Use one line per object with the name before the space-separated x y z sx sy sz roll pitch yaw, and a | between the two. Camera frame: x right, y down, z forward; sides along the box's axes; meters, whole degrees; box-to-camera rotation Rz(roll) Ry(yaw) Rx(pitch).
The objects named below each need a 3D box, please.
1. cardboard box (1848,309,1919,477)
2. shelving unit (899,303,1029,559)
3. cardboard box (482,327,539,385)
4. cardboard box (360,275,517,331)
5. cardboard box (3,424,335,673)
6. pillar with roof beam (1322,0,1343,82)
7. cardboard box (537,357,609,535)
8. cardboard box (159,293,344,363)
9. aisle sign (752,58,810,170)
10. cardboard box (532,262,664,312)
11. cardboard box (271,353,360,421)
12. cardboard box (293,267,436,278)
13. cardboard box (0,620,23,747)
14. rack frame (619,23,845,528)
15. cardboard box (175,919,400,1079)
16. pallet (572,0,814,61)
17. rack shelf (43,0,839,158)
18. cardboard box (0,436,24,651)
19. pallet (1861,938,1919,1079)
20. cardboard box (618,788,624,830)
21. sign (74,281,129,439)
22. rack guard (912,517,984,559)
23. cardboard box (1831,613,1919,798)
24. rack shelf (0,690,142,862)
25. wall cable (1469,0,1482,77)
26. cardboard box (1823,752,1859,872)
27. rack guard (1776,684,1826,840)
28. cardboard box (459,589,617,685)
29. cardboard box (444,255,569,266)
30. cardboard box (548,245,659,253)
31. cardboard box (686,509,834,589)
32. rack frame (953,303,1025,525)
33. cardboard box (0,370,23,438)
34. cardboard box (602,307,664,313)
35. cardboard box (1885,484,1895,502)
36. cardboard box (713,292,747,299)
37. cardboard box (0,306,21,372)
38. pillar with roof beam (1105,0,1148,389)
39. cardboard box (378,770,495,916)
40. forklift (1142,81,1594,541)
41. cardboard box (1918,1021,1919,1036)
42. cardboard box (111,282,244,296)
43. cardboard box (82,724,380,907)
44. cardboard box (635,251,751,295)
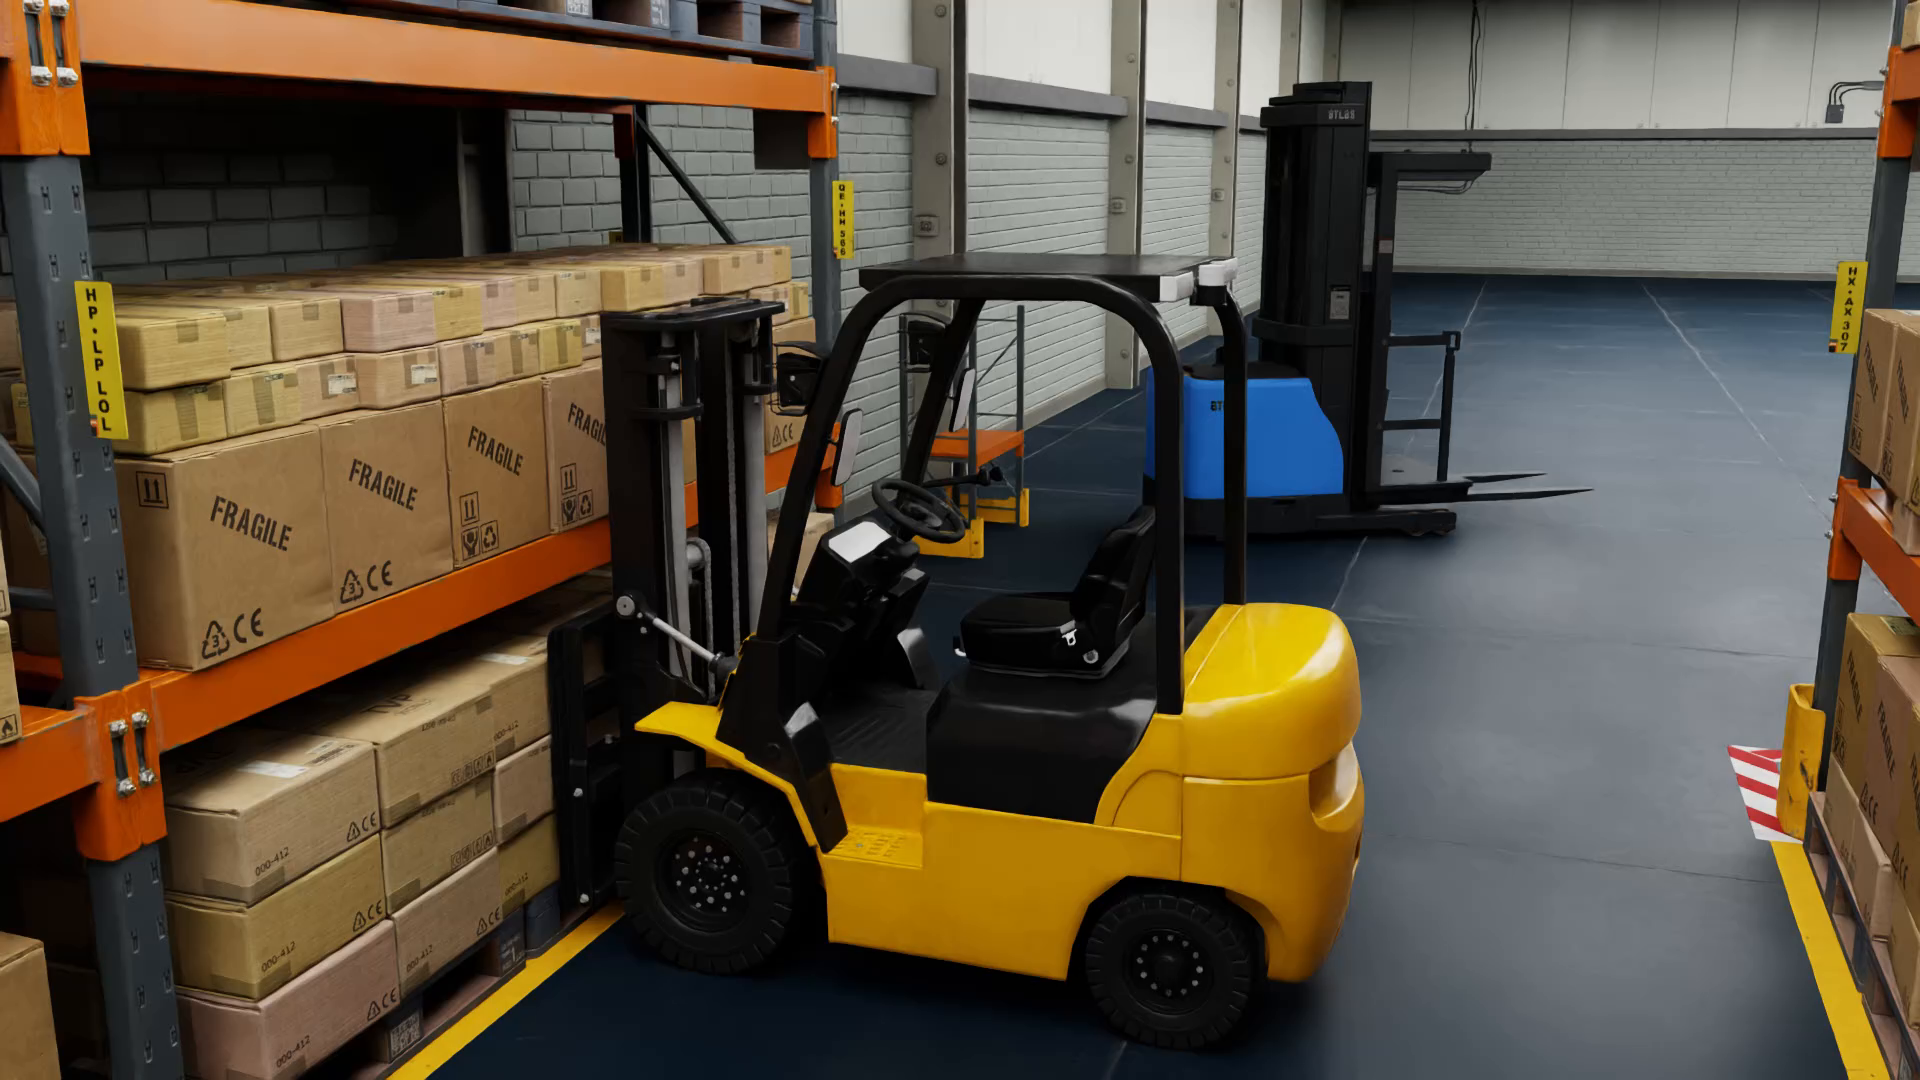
cardboard box | 3.274 -0.483 5.471 0.500 0.500 0.500 4 13 18
shelving unit | 0.025 -0.747 10.891 0.587 1.500 1.083 4 14 18
cardboard box | -1.509 -0.564 5.037 0.380 0.149 0.250 4 13 17
cardboard box | -1.577 -0.716 5.035 0.380 0.149 0.250 4 14 18
cardboard box | -1.912 -0.007 4.053 0.500 0.500 0.500 4 13 17
pillar with roof beam | 11.693 -9.575 32.718 9.100 9.000 0.400 4 14 18
cardboard box | -1.414 -0.329 5.463 0.500 0.500 0.500 4 14 19
cardboard box | -1.846 -0.555 4.329 0.380 0.149 0.250 4 13 17
aisle sign | -0.710 -1.986 7.106 0.394 0.787 0.004 4 14 18
cardboard box | -1.243 -0.869 5.705 0.380 0.149 0.250 5 14 20
cardboard box | -1.811 -0.408 4.353 0.380 0.149 0.250 4 14 18
cardboard box | -1.929 -0.801 5.405 0.380 0.149 0.250 5 14 20
cardboard box | -2.218 0.314 3.206 0.500 0.250 0.500 5 14 20
rack frame | -1.009 -0.726 7.427 1.000 3.000 0.127 4 14 18
cardboard box | -1.833 1.174 4.338 0.500 0.250 0.500 5 14 19
pallet | -1.262 -1.998 6.459 1.003 0.211 1.213 4 14 18
rack shelf | -1.656 -1.416 5.328 1.077 0.370 4.000 4 14 18
cardboard box | -2.413 -0.046 4.226 0.500 0.500 0.500 4 14 18
pallet | 2.972 1.431 4.245 1.003 0.211 1.213 4 14 18
cardboard box | -1.349 0.851 5.753 0.500 0.250 0.500 5 14 20
sign | -1.786 -0.372 3.455 0.100 0.325 0.005 4 14 18
rack guard | -0.136 -0.033 10.571 0.587 0.250 0.087 4 14 18
cardboard box | 3.159 0.556 5.362 0.500 0.500 0.500 4 13 17
rack shelf | -2.950 0.888 1.972 1.077 0.370 4.000 4 14 18
wall cable | 12.384 -11.164 35.307 3.097 2.526 0.112 4 14 18
cardboard box | 3.167 0.916 5.467 0.500 0.250 0.500 4 14 18
rack guard | 3.665 0.865 6.073 1.175 0.500 0.348 4 14 18
cardboard box | -1.347 0.363 5.645 0.500 0.250 0.500 4 13 17
cardboard box | -1.664 -0.963 6.115 0.380 0.149 0.250 5 14 20
cardboard box | -1.465 -1.129 6.843 0.380 0.149 0.250 5 14 20
cardboard box | -0.863 0.042 7.052 0.500 0.250 0.500 5 14 20
rack frame | 0.192 -0.856 11.369 0.500 1.500 0.032 4 14 18
cardboard box | -2.442 -0.335 4.032 0.380 0.149 0.250 4 14 18
cardboard box | -1.248 -0.726 5.744 0.380 0.149 0.250 4 14 19
cardboard box | 3.383 -0.190 5.645 0.380 0.149 0.250 4 14 19
cardboard box | -1.052 -0.891 6.470 0.380 0.149 0.250 5 14 19
cardboard box | -2.485 -0.483 4.011 0.380 0.149 0.250 4 14 19
pillar with roof beam | 5.869 -5.786 16.113 9.100 9.000 0.400 4 14 18
cardboard box | -1.693 0.823 4.755 0.500 0.250 0.500 4 14 18
forklift | 2.851 -1.566 11.261 3.031 2.935 1.130 -3 13 -12
cardboard box | 2.664 1.245 4.026 0.500 0.250 0.500 5 14 19
cardboard box | -2.270 -0.646 4.728 0.380 0.149 0.250 4 13 17
cardboard box | -1.849 0.685 4.232 0.500 0.250 0.500 4 13 18
cardboard box | -1.035 -1.034 6.427 0.380 0.149 0.250 5 14 20
